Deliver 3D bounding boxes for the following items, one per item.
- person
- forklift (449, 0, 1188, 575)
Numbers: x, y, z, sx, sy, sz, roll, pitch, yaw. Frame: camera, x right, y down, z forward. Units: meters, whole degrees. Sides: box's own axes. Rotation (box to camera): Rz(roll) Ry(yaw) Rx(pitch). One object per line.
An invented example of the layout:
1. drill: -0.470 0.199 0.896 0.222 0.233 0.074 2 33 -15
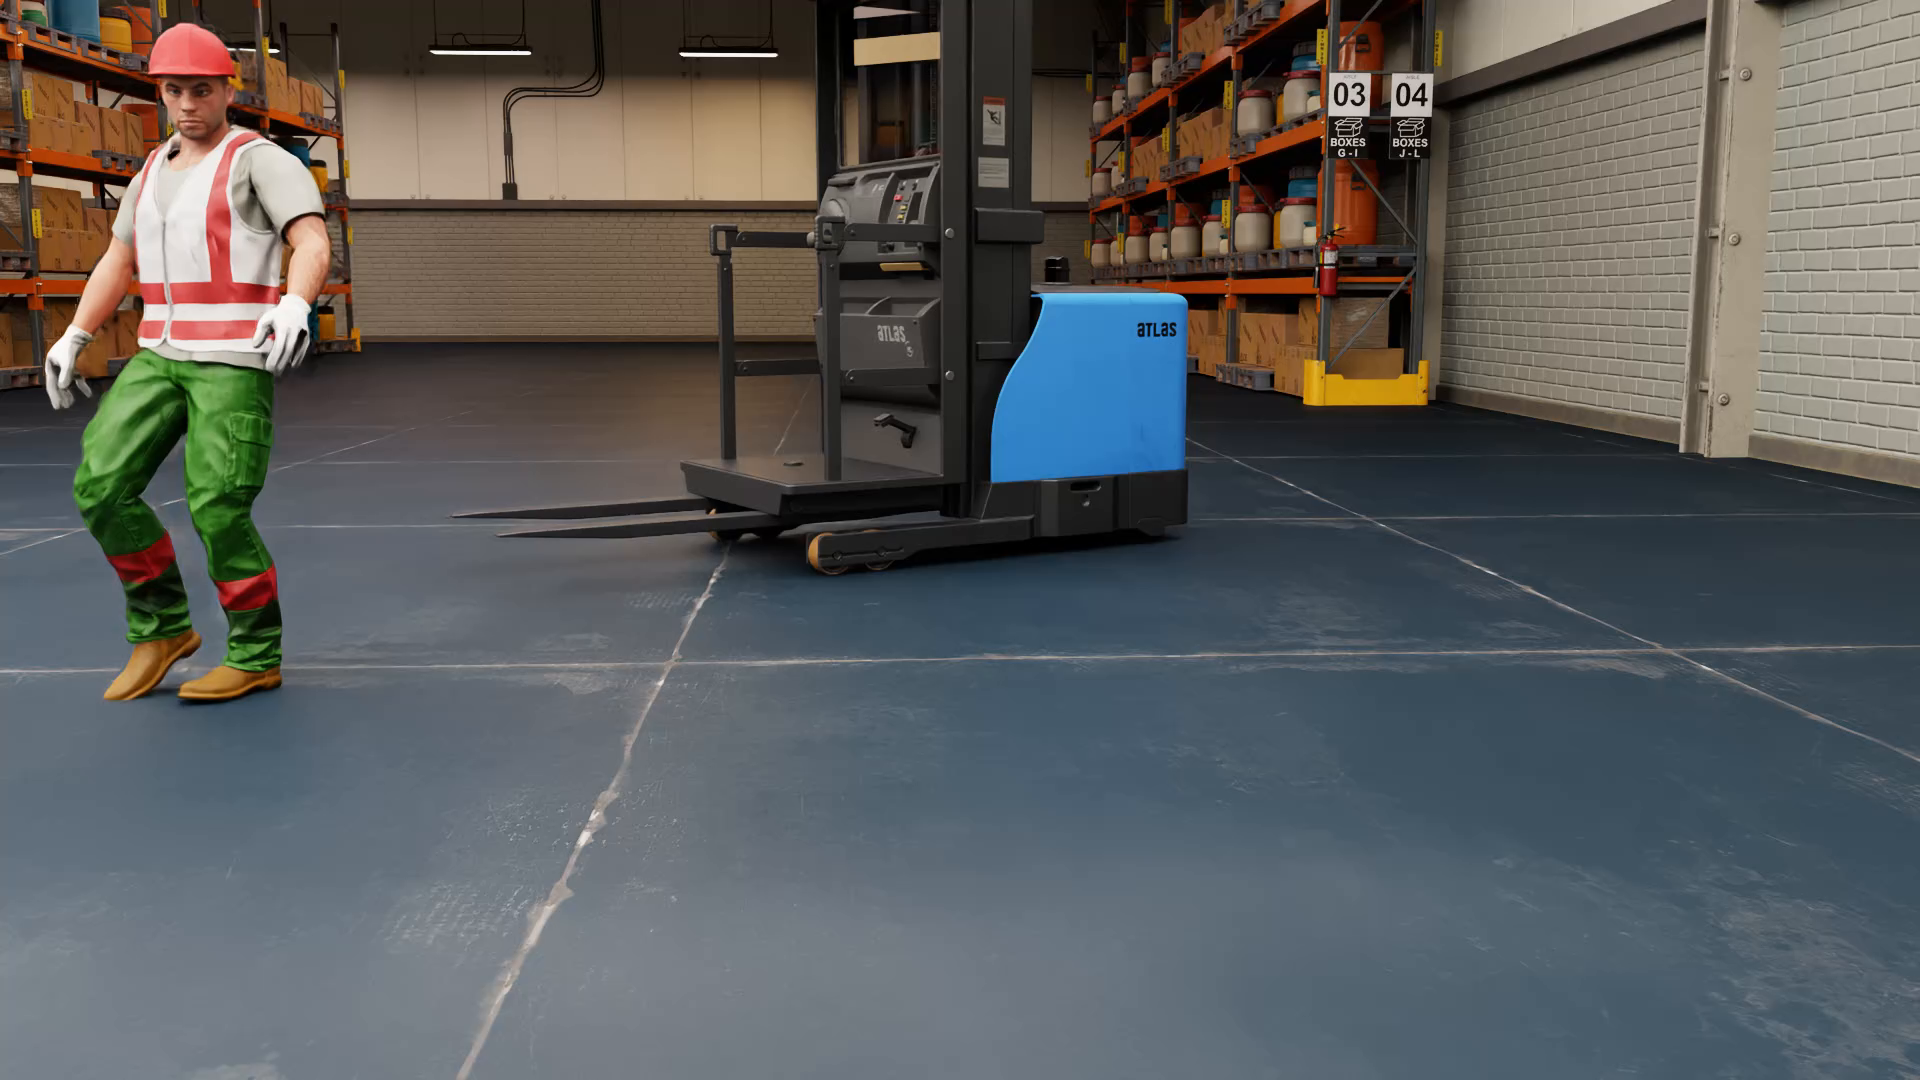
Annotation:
1. person: -1.991 -0.438 4.362 0.898 1.786 0.483 4 9 24
2. forklift: -0.521 -1.403 6.779 3.031 2.935 1.130 -5 10 -31
